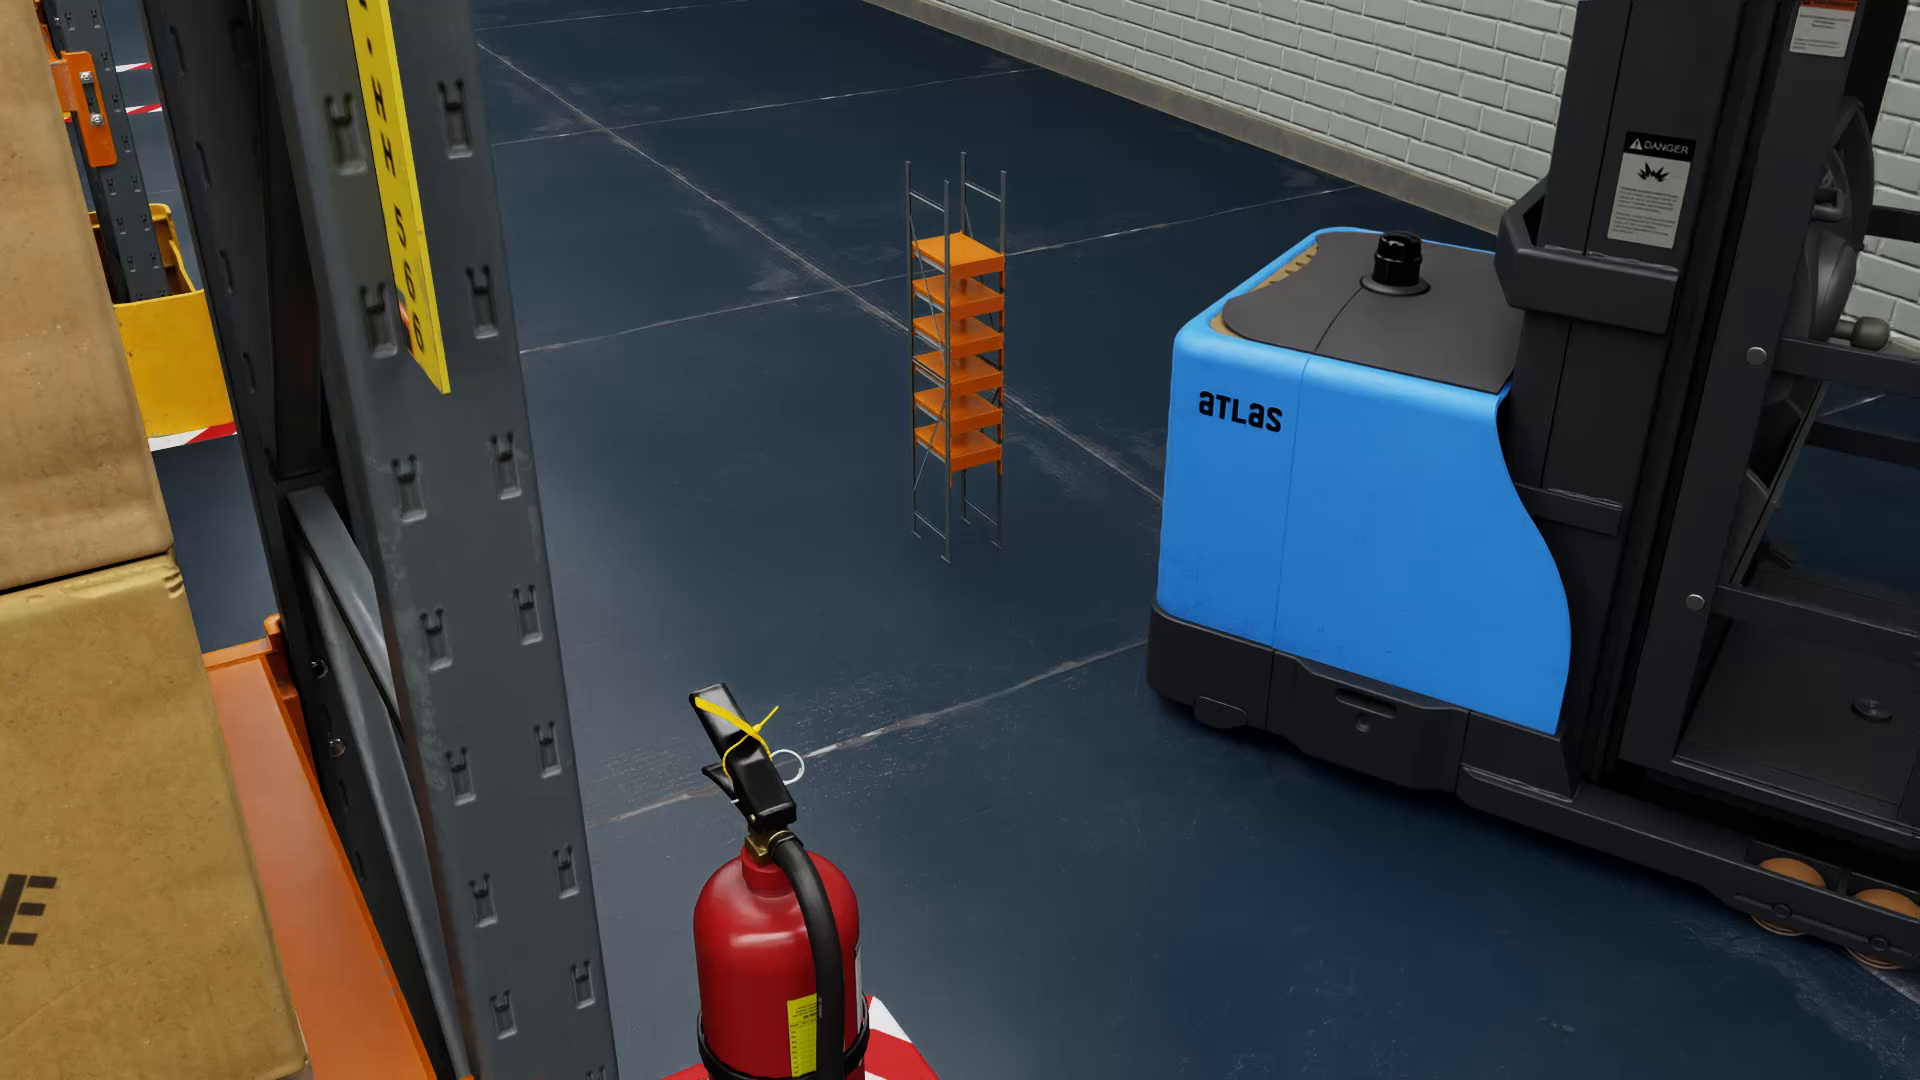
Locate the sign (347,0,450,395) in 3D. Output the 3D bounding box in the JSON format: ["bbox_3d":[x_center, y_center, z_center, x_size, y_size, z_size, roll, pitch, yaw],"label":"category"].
[{"bbox_3d":[-0.375,-0.261,1.093,0.005,0.325,0.100,-16,33,-26],"label":"sign"}]

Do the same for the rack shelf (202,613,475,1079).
[{"bbox_3d":[-2.363,0.953,1.164,4.000,0.370,1.077,-16,33,-26],"label":"rack shelf"}]

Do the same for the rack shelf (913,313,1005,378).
[{"bbox_3d":[-0.012,-0.588,4.917,0.180,0.103,0.258,-16,33,-26],"label":"rack shelf"}]

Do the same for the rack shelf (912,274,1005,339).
[{"bbox_3d":[-0.012,-0.693,4.859,0.180,0.103,0.258,-16,33,-26],"label":"rack shelf"}]

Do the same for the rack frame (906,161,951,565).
[{"bbox_3d":[-0.091,-0.499,4.913,0.006,1.200,0.240,-16,33,-26],"label":"rack frame"}]

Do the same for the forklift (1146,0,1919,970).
[{"bbox_3d":[2.014,-0.655,3.404,3.031,2.935,1.130,17,33,28],"label":"forklift"}]

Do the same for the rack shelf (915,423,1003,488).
[{"bbox_3d":[-0.012,-0.273,5.091,0.180,0.103,0.258,-16,33,-26],"label":"rack shelf"}]

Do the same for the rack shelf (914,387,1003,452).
[{"bbox_3d":[-0.012,-0.378,5.033,0.180,0.103,0.258,-16,33,-26],"label":"rack shelf"}]

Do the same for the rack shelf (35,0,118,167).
[{"bbox_3d":[-4.789,-1.138,4.953,4.000,0.370,1.077,-16,33,-26],"label":"rack shelf"}]

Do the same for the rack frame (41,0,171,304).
[{"bbox_3d":[-3.064,-1.943,5.666,0.127,3.000,1.000,-16,33,-26],"label":"rack frame"}]

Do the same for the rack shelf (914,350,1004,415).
[{"bbox_3d":[-0.012,-0.483,4.975,0.180,0.103,0.258,-16,33,-26],"label":"rack shelf"}]

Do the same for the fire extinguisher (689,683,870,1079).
[{"bbox_3d":[-0.188,0.476,1.749,0.183,0.674,0.296,-16,33,-26],"label":"fire extinguisher"}]

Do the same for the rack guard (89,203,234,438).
[{"bbox_3d":[-3.044,-0.854,6.281,0.348,0.500,1.175,-16,33,-26],"label":"rack guard"}]

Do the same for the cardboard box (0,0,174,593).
[{"bbox_3d":[-0.907,-0.248,1.149,0.500,0.500,0.500,-17,33,-27],"label":"cardboard box"}]

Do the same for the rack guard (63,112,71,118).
[{"bbox_3d":[-5.559,-2.923,10.029,0.348,0.500,1.175,-16,33,-26],"label":"rack guard"}]

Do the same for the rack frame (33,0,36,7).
[{"bbox_3d":[-5.574,-4.006,9.405,0.127,3.000,1.000,-16,33,-26],"label":"rack frame"}]

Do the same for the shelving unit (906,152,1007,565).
[{"bbox_3d":[-0.012,-0.522,4.954,0.189,1.200,0.258,-16,33,-26],"label":"shelving unit"}]

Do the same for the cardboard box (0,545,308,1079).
[{"bbox_3d":[-0.896,0.191,1.388,0.500,0.500,0.500,-15,32,-25],"label":"cardboard box"}]

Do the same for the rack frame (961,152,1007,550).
[{"bbox_3d":[0.066,-0.544,4.994,0.006,1.200,0.240,-16,33,-26],"label":"rack frame"}]

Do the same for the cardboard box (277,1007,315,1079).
[{"bbox_3d":[-0.777,0.456,1.580,0.250,0.149,0.380,-16,33,-26],"label":"cardboard box"}]

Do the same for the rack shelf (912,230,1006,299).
[{"bbox_3d":[-0.012,-0.798,4.801,0.180,0.103,0.258,-16,33,-26],"label":"rack shelf"}]
